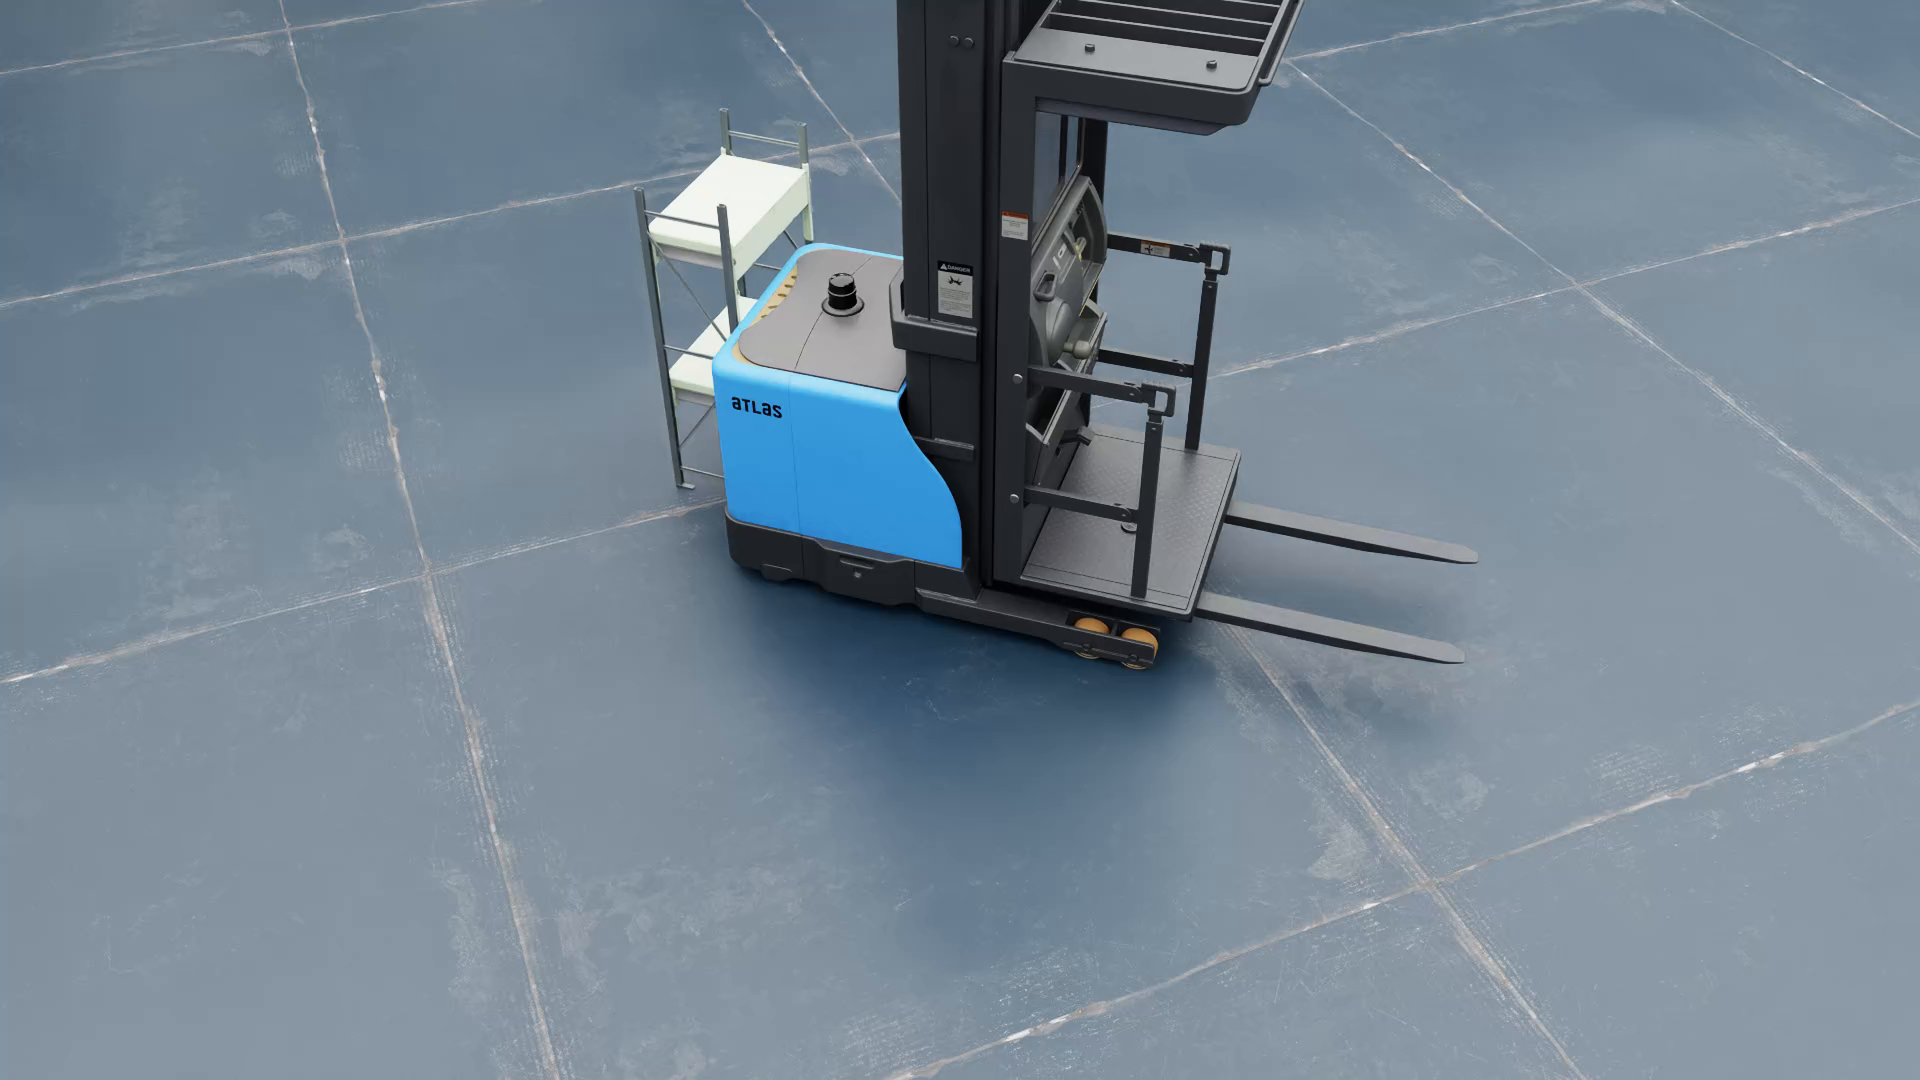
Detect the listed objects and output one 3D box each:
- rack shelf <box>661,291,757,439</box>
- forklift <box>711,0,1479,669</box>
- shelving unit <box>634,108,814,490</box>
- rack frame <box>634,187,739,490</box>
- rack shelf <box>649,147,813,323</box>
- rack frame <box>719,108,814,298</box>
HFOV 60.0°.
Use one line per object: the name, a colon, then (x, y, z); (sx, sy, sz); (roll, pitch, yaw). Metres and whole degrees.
rack shelf: (-0.966, -0.751, 7.473); (0.431, 0.370, 0.720); (14, 43, 16)
forklift: (0.593, -0.985, 6.148); (3.031, 2.935, 1.130); (12, 42, 14)
shelving unit: (-0.966, -0.998, 7.260); (0.431, 1.500, 0.755); (14, 43, 16)
rack frame: (-1.098, -0.775, 7.001); (0.400, 1.500, 0.023); (14, 43, 16)
rack shelf: (-0.966, -1.294, 7.006); (0.431, 0.370, 0.720); (14, 43, 16)
rack frame: (-0.835, -1.221, 7.519); (0.400, 1.500, 0.023); (14, 43, 16)
